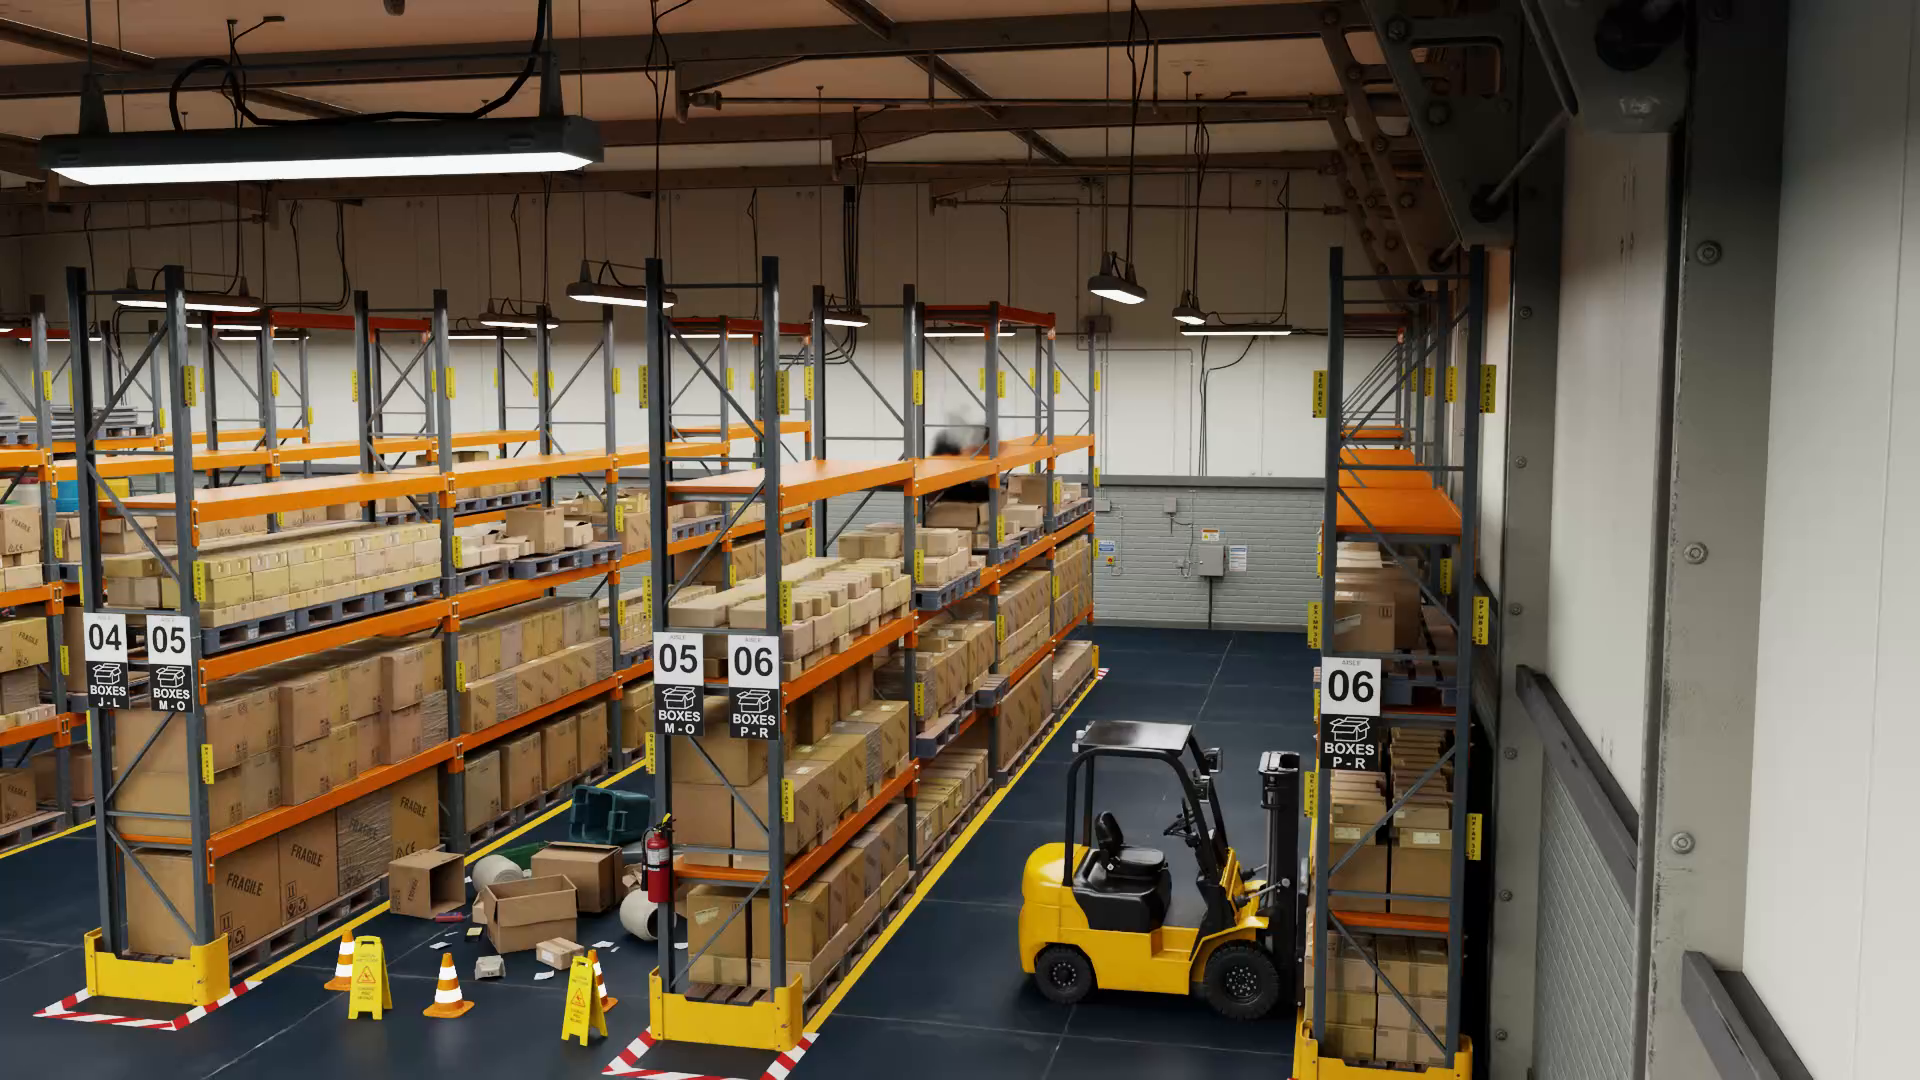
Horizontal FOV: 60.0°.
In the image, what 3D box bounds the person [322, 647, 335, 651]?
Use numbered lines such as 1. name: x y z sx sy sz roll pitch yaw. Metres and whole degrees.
1. person: -8.014 2.175 21.298 0.638 1.715 0.818 1 6 5
